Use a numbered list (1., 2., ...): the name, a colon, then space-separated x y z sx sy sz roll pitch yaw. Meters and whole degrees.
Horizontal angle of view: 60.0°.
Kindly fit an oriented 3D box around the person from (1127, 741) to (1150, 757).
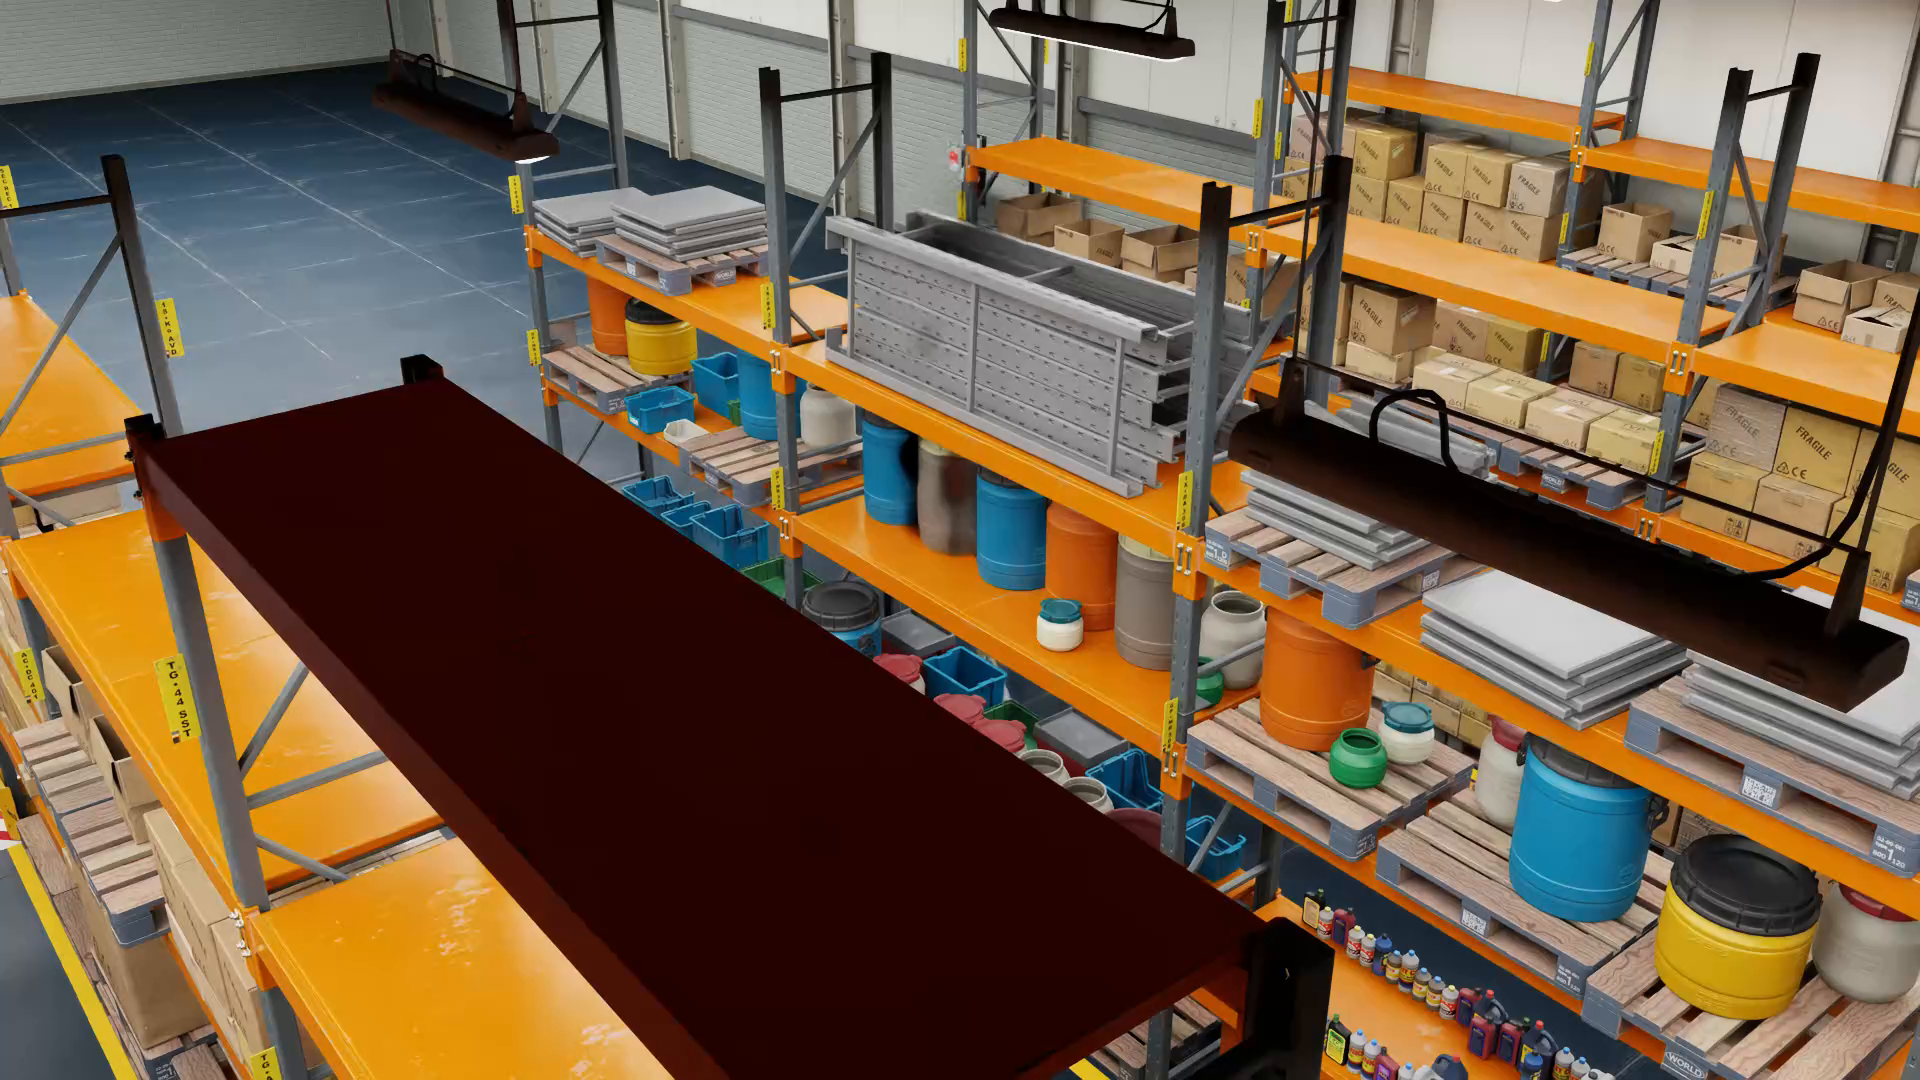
1. person: 1.411 1.164 13.971 0.574 1.650 0.562 21 33 37

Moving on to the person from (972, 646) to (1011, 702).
1. person: 0.257 0.831 14.553 0.632 1.843 0.974 -14 29 -26
